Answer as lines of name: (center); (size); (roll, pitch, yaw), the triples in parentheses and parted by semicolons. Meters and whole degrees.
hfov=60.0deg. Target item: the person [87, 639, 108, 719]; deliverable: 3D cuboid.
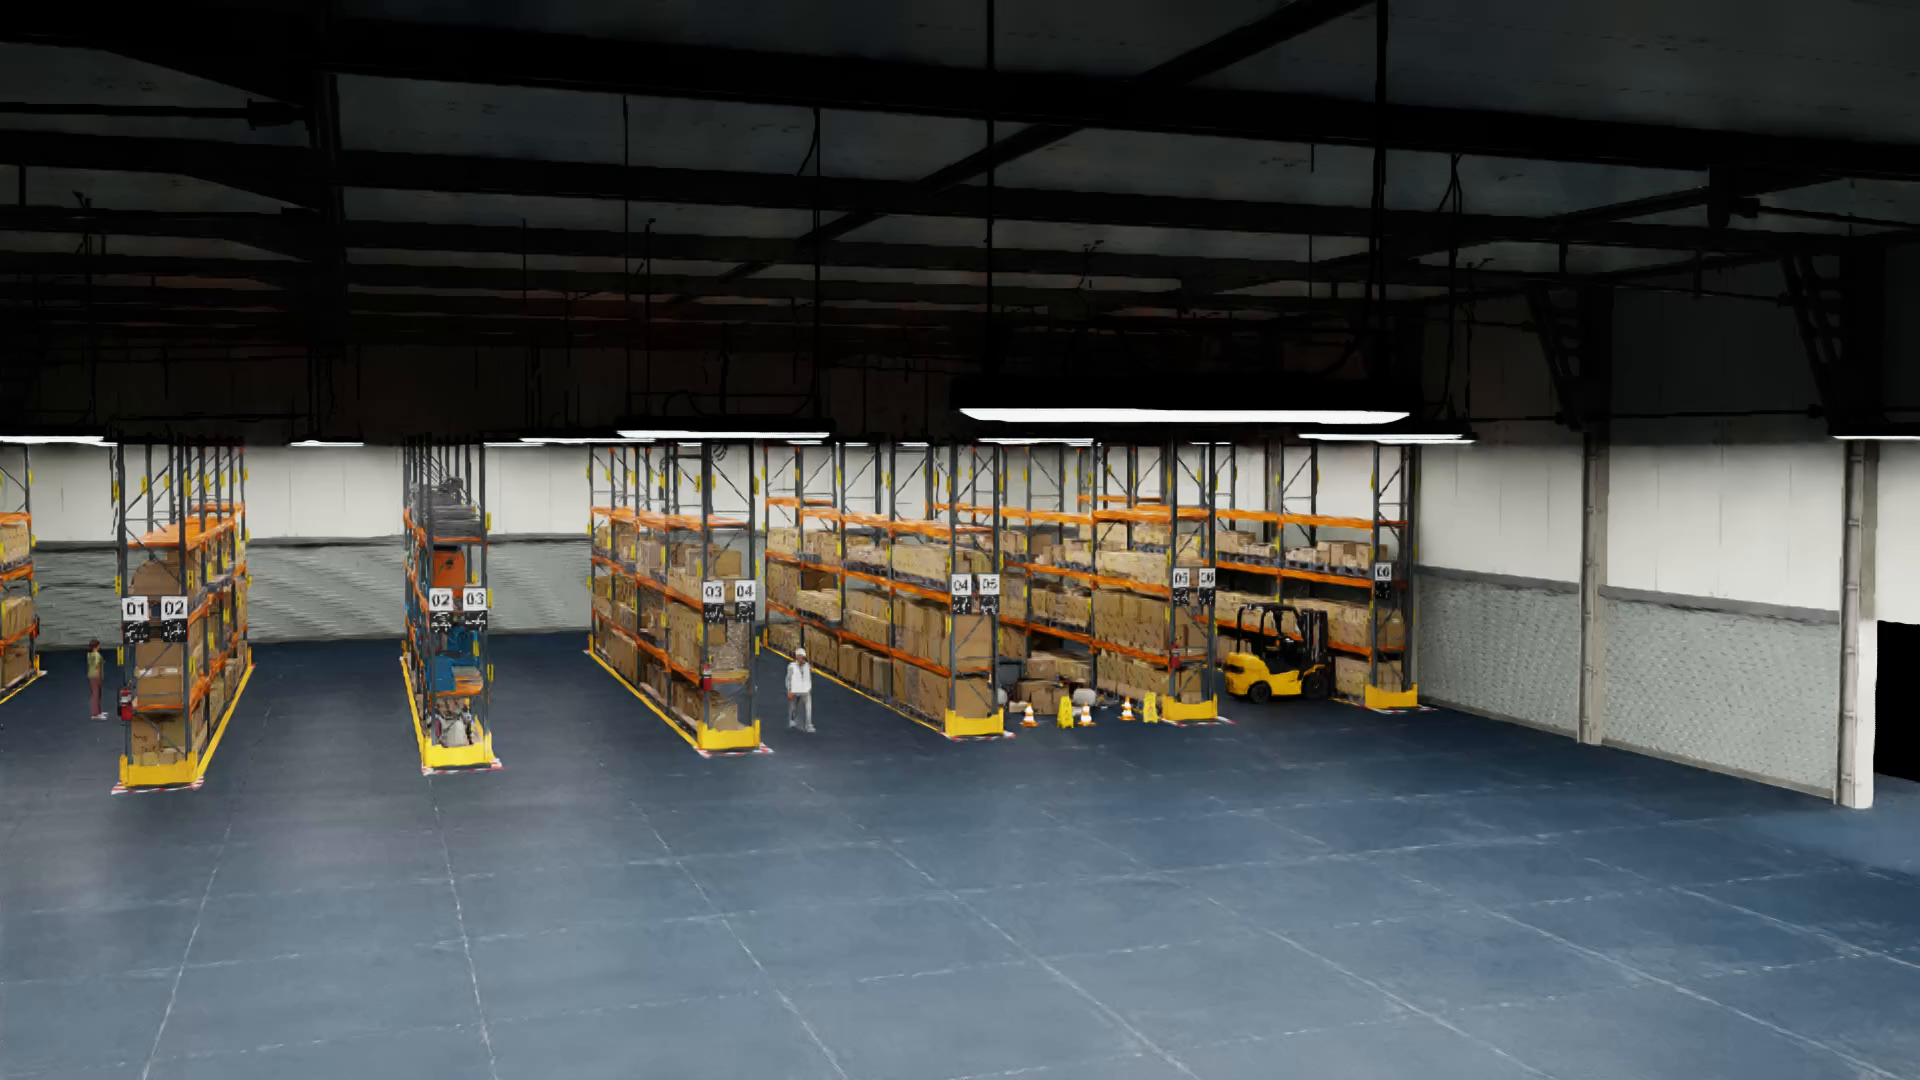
person: (-18.223, 2.923, 35.154); (0.499, 1.677, 0.432); (3, 4, 40)

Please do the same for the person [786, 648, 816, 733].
person: (-3.234, 3.006, 33.481); (0.543, 1.700, 1.114); (-1, 3, -17)
